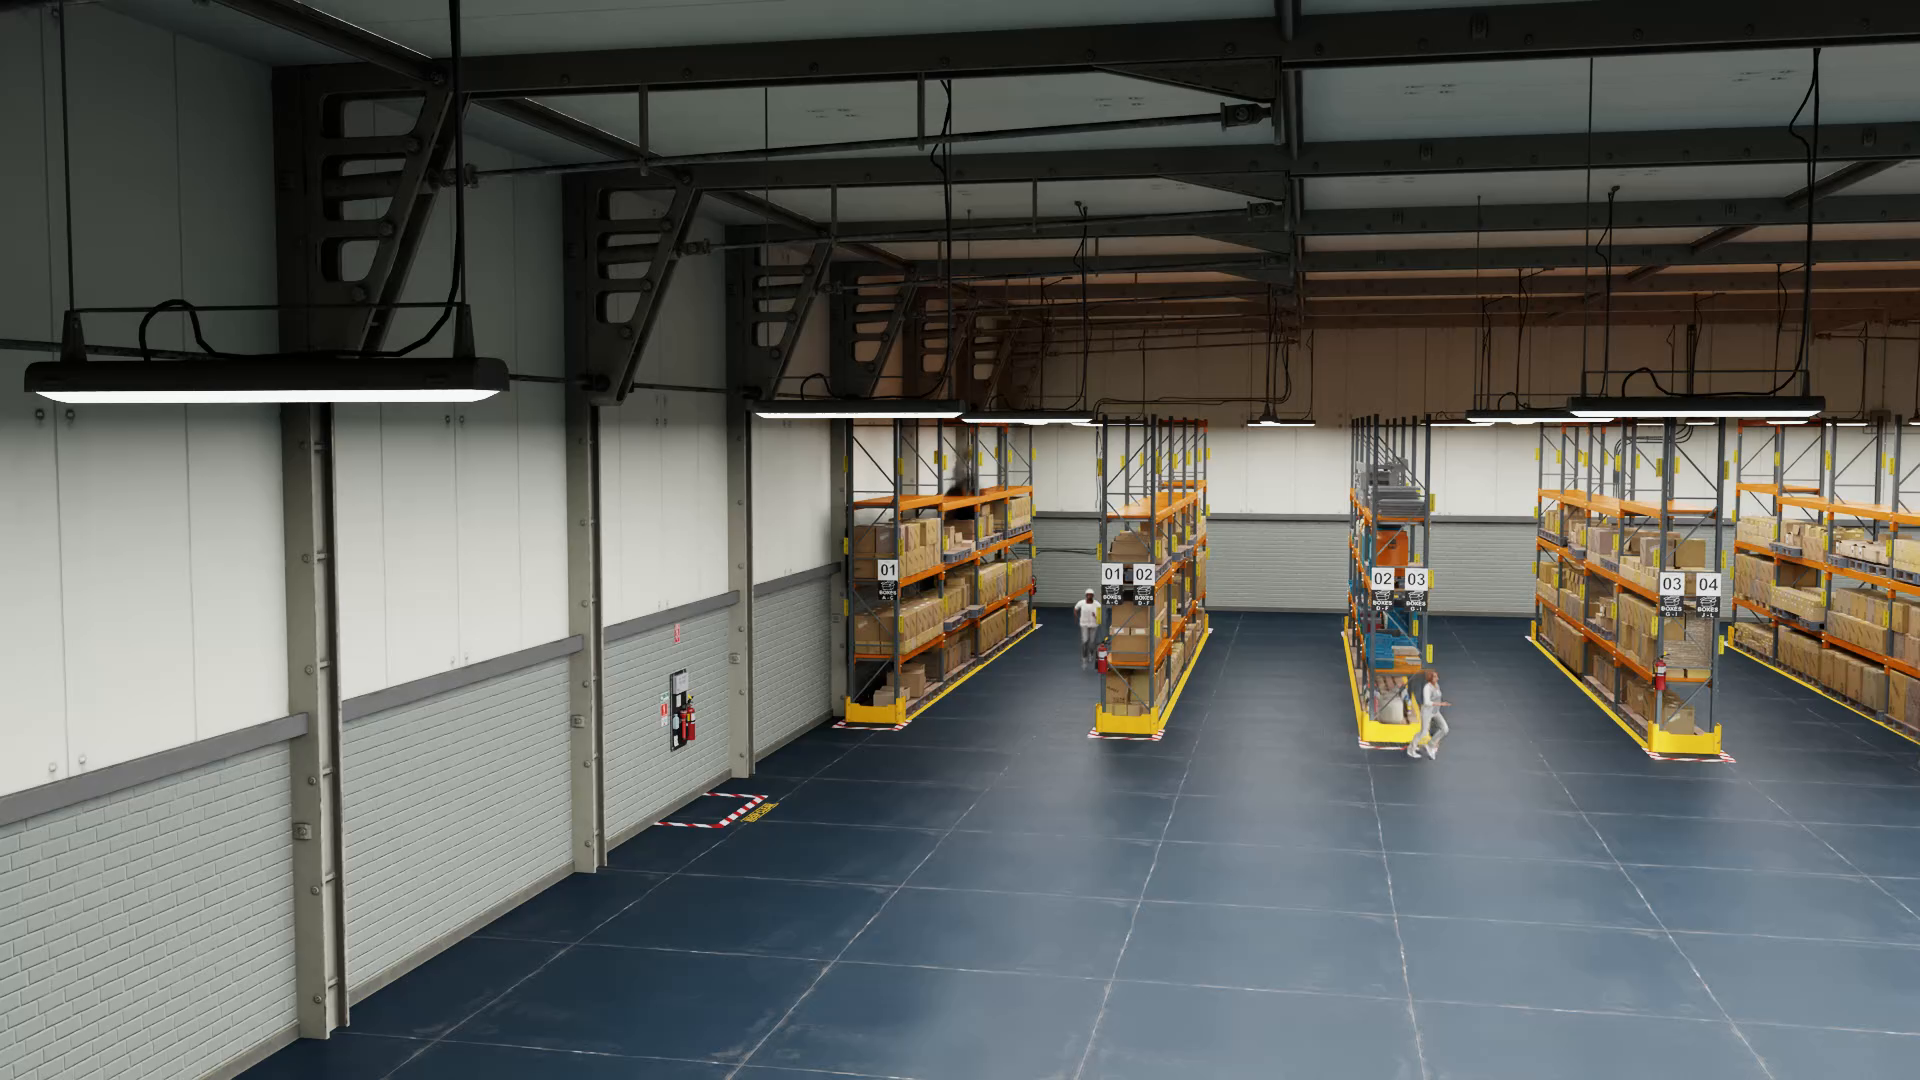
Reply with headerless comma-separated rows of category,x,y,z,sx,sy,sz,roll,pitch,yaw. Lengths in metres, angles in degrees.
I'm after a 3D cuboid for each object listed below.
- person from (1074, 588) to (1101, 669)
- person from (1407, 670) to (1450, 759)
person,2.999,2.049,38.669,0.669,1.850,0.758,0,4,0
person,8.126,3.005,28.678,0.554,1.554,0.790,-3,5,-41
